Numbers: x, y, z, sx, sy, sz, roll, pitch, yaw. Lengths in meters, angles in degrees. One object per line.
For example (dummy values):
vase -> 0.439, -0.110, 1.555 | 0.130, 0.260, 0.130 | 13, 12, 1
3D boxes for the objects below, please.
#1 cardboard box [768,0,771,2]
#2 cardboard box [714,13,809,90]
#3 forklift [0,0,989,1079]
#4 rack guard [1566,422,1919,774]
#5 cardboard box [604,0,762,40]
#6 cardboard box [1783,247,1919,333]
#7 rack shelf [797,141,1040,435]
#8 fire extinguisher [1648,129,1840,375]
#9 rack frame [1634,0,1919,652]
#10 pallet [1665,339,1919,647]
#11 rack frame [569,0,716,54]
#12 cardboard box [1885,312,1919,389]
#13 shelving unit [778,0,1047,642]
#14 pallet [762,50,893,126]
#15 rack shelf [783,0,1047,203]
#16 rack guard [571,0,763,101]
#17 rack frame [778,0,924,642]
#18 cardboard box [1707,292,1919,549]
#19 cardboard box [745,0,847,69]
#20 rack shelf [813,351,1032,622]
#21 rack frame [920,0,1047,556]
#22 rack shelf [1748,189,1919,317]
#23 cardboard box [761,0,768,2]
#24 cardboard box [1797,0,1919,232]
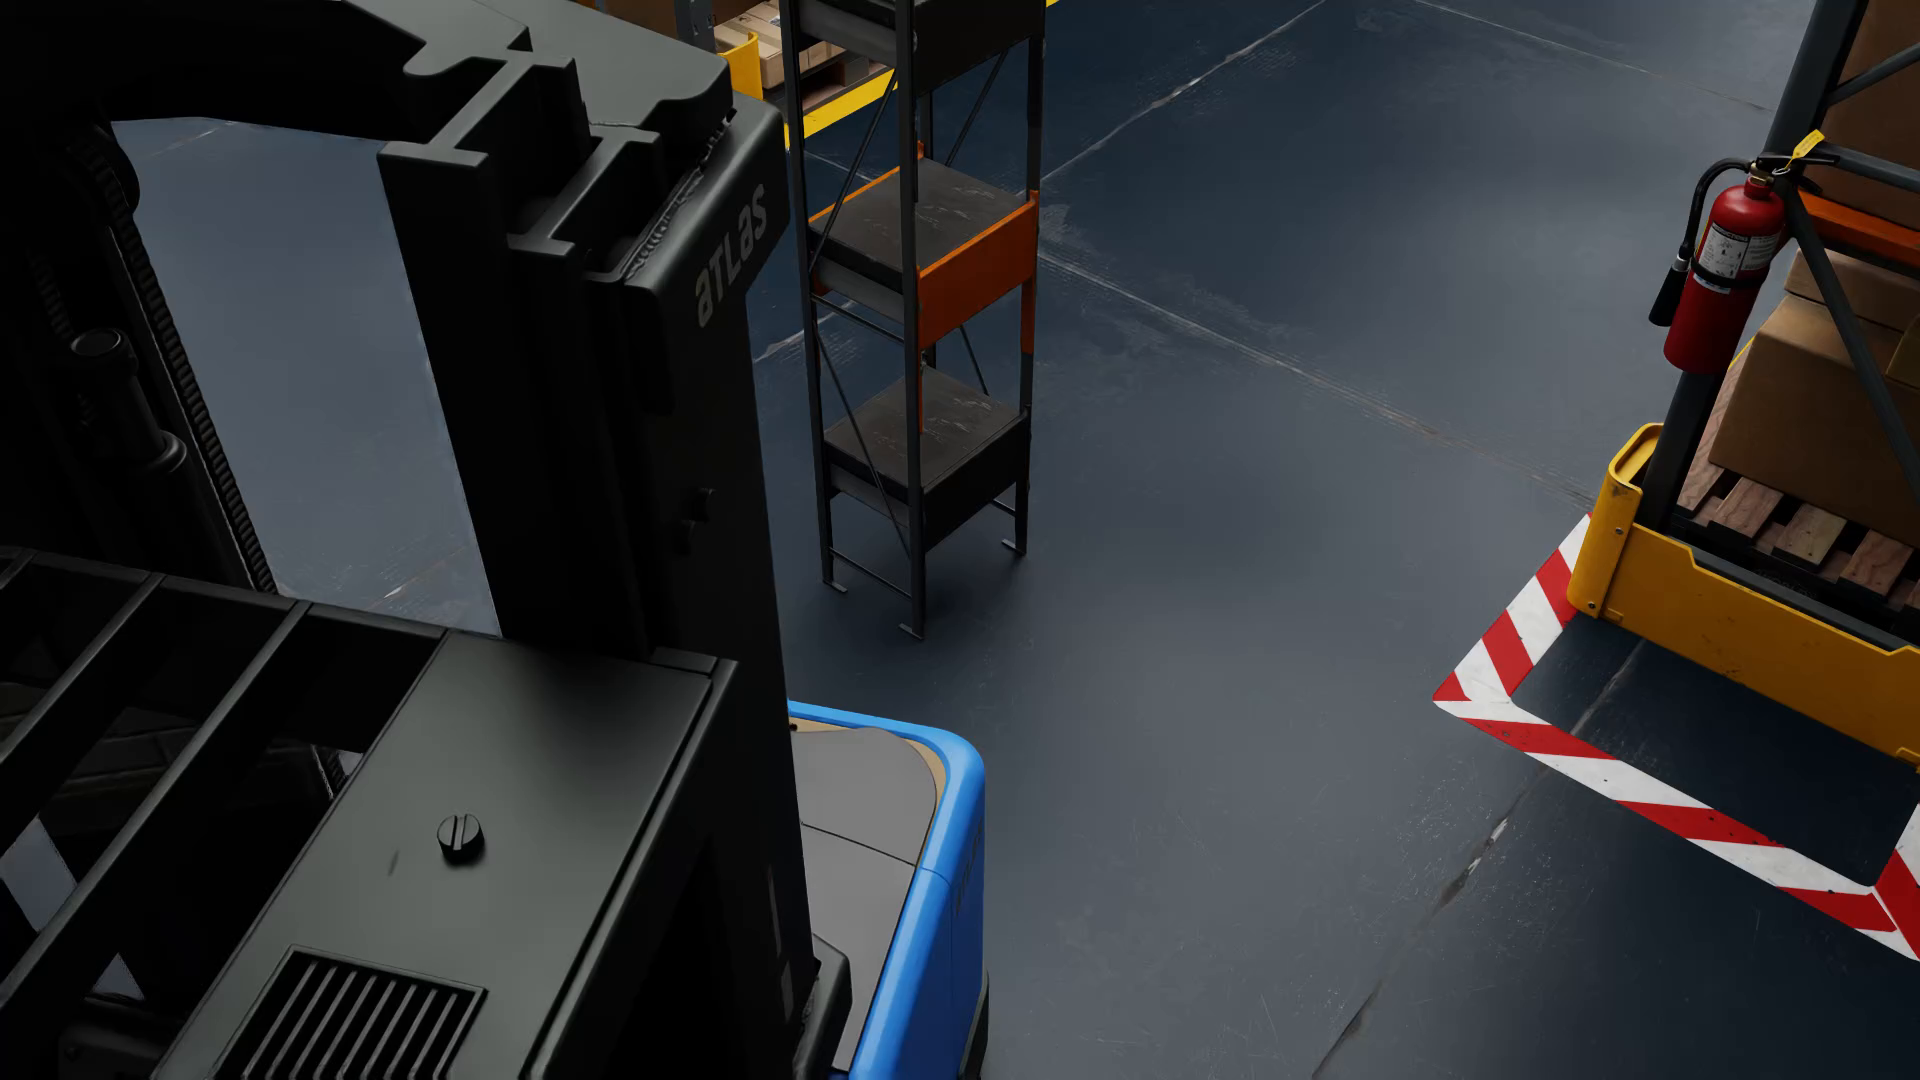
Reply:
cardboard box -> -0.515, -2.478, 7.462 | 0.500, 0.250, 0.500 | 29, 50, 28
cardboard box -> -0.871, -2.092, 7.114 | 0.380, 0.149, 0.250 | 29, 50, 28
forklift -> -0.788, 0.976, 1.998 | 1.130, 2.935, 3.031 | 9, 43, 10
rack guard -> 2.375, 0.162, 4.700 | 1.175, 0.500, 0.348 | 29, 50, 28
cardboard box -> -1.242, -2.542, 7.347 | 0.500, 0.500, 0.500 | 29, 50, 28
cardboard box -> 2.707, -0.794, 4.957 | 0.380, 0.149, 0.250 | 29, 50, 28
rack shelf -> -0.107, -0.682, 4.459 | 0.431, 0.518, 0.480 | 29, 50, 28
fire extinguisher -> 1.940, -0.730, 4.158 | 0.296, 0.674, 0.183 | 29, 50, 28
rack frame -> 2.390, -0.775, 3.872 | 1.000, 3.000, 0.127 | 29, 50, 28
pallet -> 2.845, -0.189, 5.301 | 1.003, 0.211, 1.213 | 29, 50, 28
rack frame -> -1.404, -2.918, 6.229 | 1.000, 3.000, 0.127 | 29, 50, 28
cardboard box -> 2.837, -0.498, 4.632 | 0.380, 0.149, 0.250 | 30, 50, 29
shelving unit -> -0.107, -0.692, 4.450 | 0.431, 2.100, 0.503 | 29, 50, 28
pallet -> -0.842, -2.336, 7.662 | 1.003, 0.211, 1.213 | 29, 50, 28
rack shelf -> -0.107, -1.199, 3.988 | 0.431, 0.518, 0.480 | 29, 50, 28
rack guard -> -1.355, -2.032, 7.113 | 1.175, 0.500, 0.348 | 29, 50, 28
rack frame -> -0.264, -0.566, 4.312 | 0.400, 2.100, 0.015 | 29, 50, 28
cardboard box -> 2.764, -0.409, 5.016 | 0.700, 0.500, 0.500 | 29, 50, 28
cardboard box -> -0.710, -2.228, 7.249 | 0.380, 0.166, 0.250 | 29, 50, 28
rack shelf -> -0.107, -0.164, 4.930 | 0.431, 0.518, 0.480 | 29, 50, 28
rack frame -> 0.050, -0.817, 4.588 | 0.400, 2.100, 0.015 | 29, 50, 28
rack shelf -> 3.678, -1.538, 5.247 | 1.077, 0.370, 4.000 | 29, 50, 28
cardboard box -> -0.913, -2.588, 7.646 | 0.380, 0.166, 0.250 | 29, 50, 28
cardboard box -> 2.711, -1.153, 4.065 | 0.980, 0.700, 0.700 | 32, 51, 30
